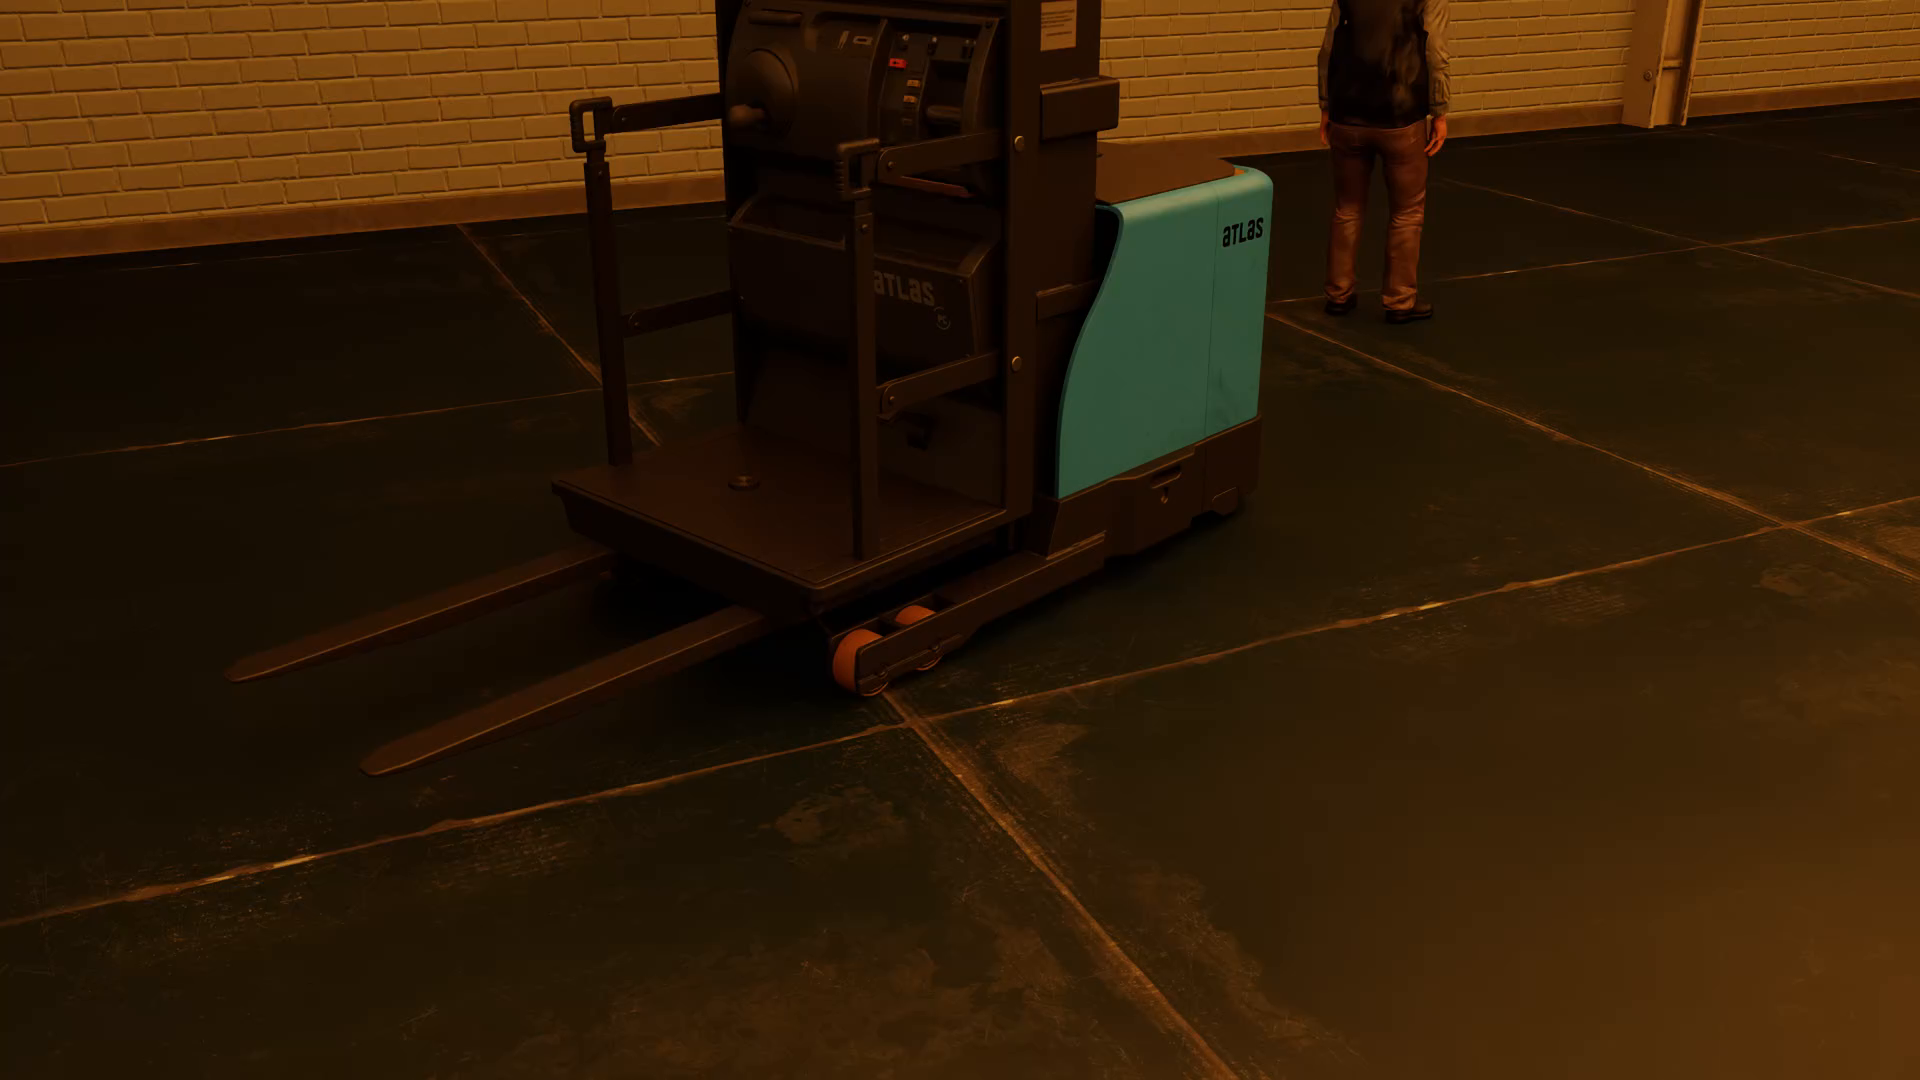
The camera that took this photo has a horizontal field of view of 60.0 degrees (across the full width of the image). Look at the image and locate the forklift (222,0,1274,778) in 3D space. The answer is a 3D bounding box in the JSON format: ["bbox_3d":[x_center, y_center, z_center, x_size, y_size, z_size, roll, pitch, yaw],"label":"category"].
[{"bbox_3d":[-0.413,-1.182,4.131,1.130,2.935,3.031,19,29,39],"label":"forklift"}]

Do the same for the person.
[{"bbox_3d":[1.833,-1.826,7.262,0.584,1.719,0.427,14,26,30],"label":"person"}]
